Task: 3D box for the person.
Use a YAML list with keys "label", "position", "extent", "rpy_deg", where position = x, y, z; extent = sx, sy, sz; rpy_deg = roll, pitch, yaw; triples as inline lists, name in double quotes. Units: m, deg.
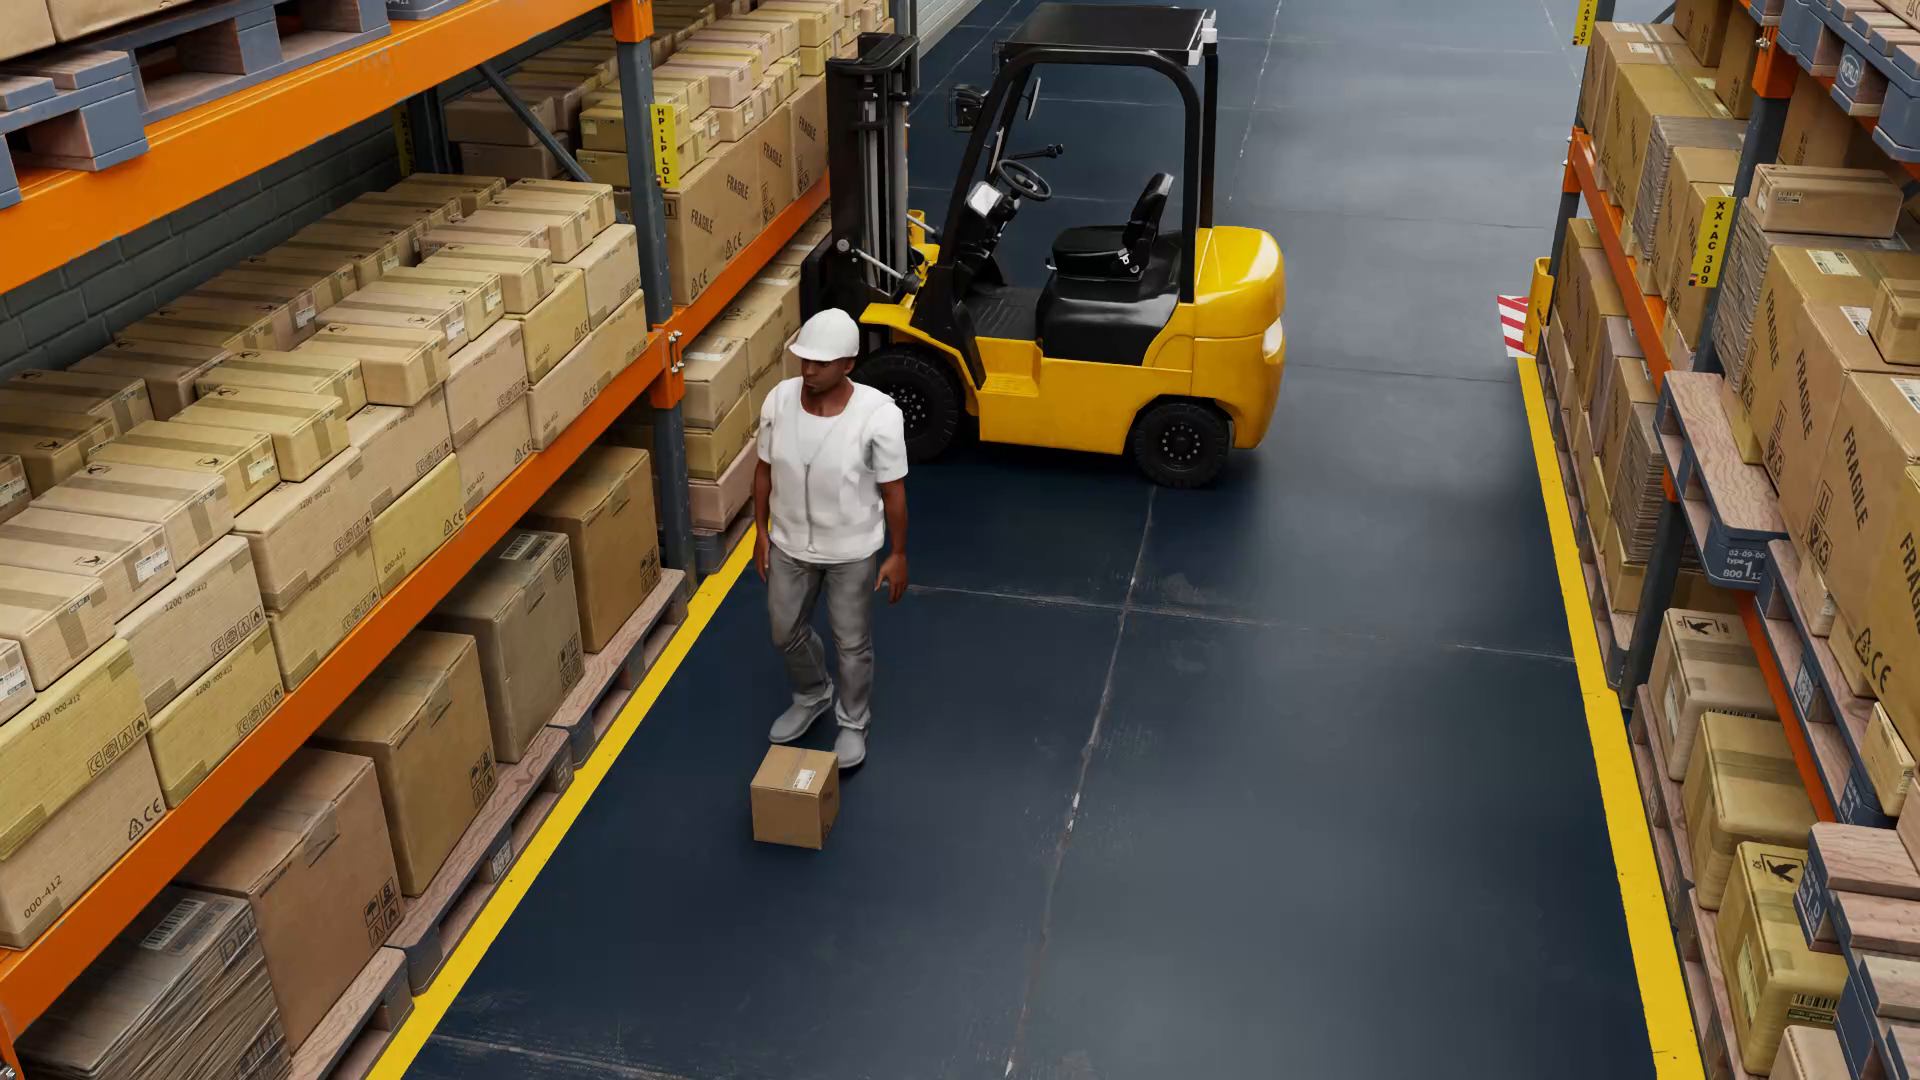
- label: "person"
  position: [-0.473, 0.015, 6.050]
  extent: [0.601, 1.777, 0.404]
  rpy_deg: [9, 30, 15]
